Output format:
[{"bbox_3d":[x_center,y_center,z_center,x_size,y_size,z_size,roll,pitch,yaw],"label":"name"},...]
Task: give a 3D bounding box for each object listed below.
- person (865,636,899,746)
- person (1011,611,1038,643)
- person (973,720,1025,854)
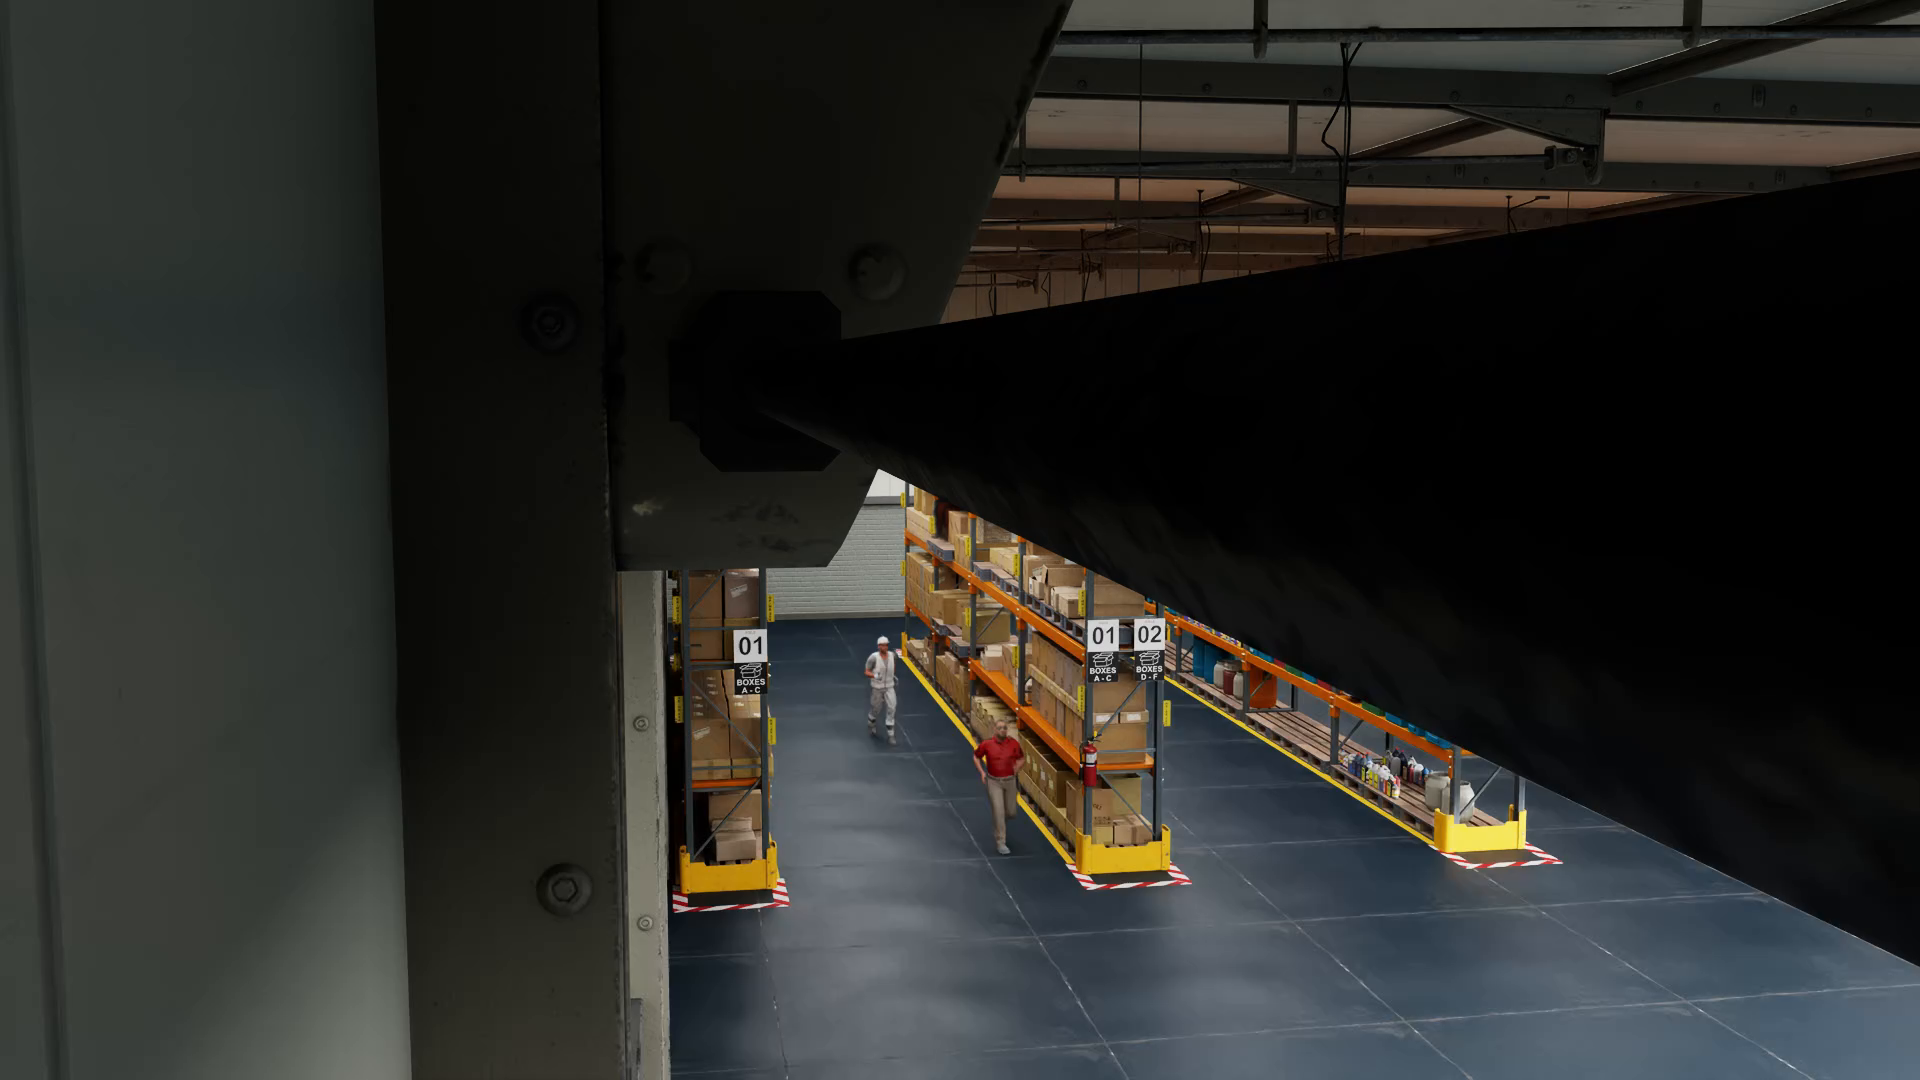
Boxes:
[{"bbox_3d":[-1.331,2.514,28.186,0.622,1.805,0.942,-2,6,-22],"label":"person"},{"bbox_3d":[1.433,1.785,35.655,0.691,1.743,0.731,-3,6,-23],"label":"person"},{"bbox_3d":[0.531,3.211,21.934,0.676,1.694,0.886,-2,6,-14],"label":"person"}]
